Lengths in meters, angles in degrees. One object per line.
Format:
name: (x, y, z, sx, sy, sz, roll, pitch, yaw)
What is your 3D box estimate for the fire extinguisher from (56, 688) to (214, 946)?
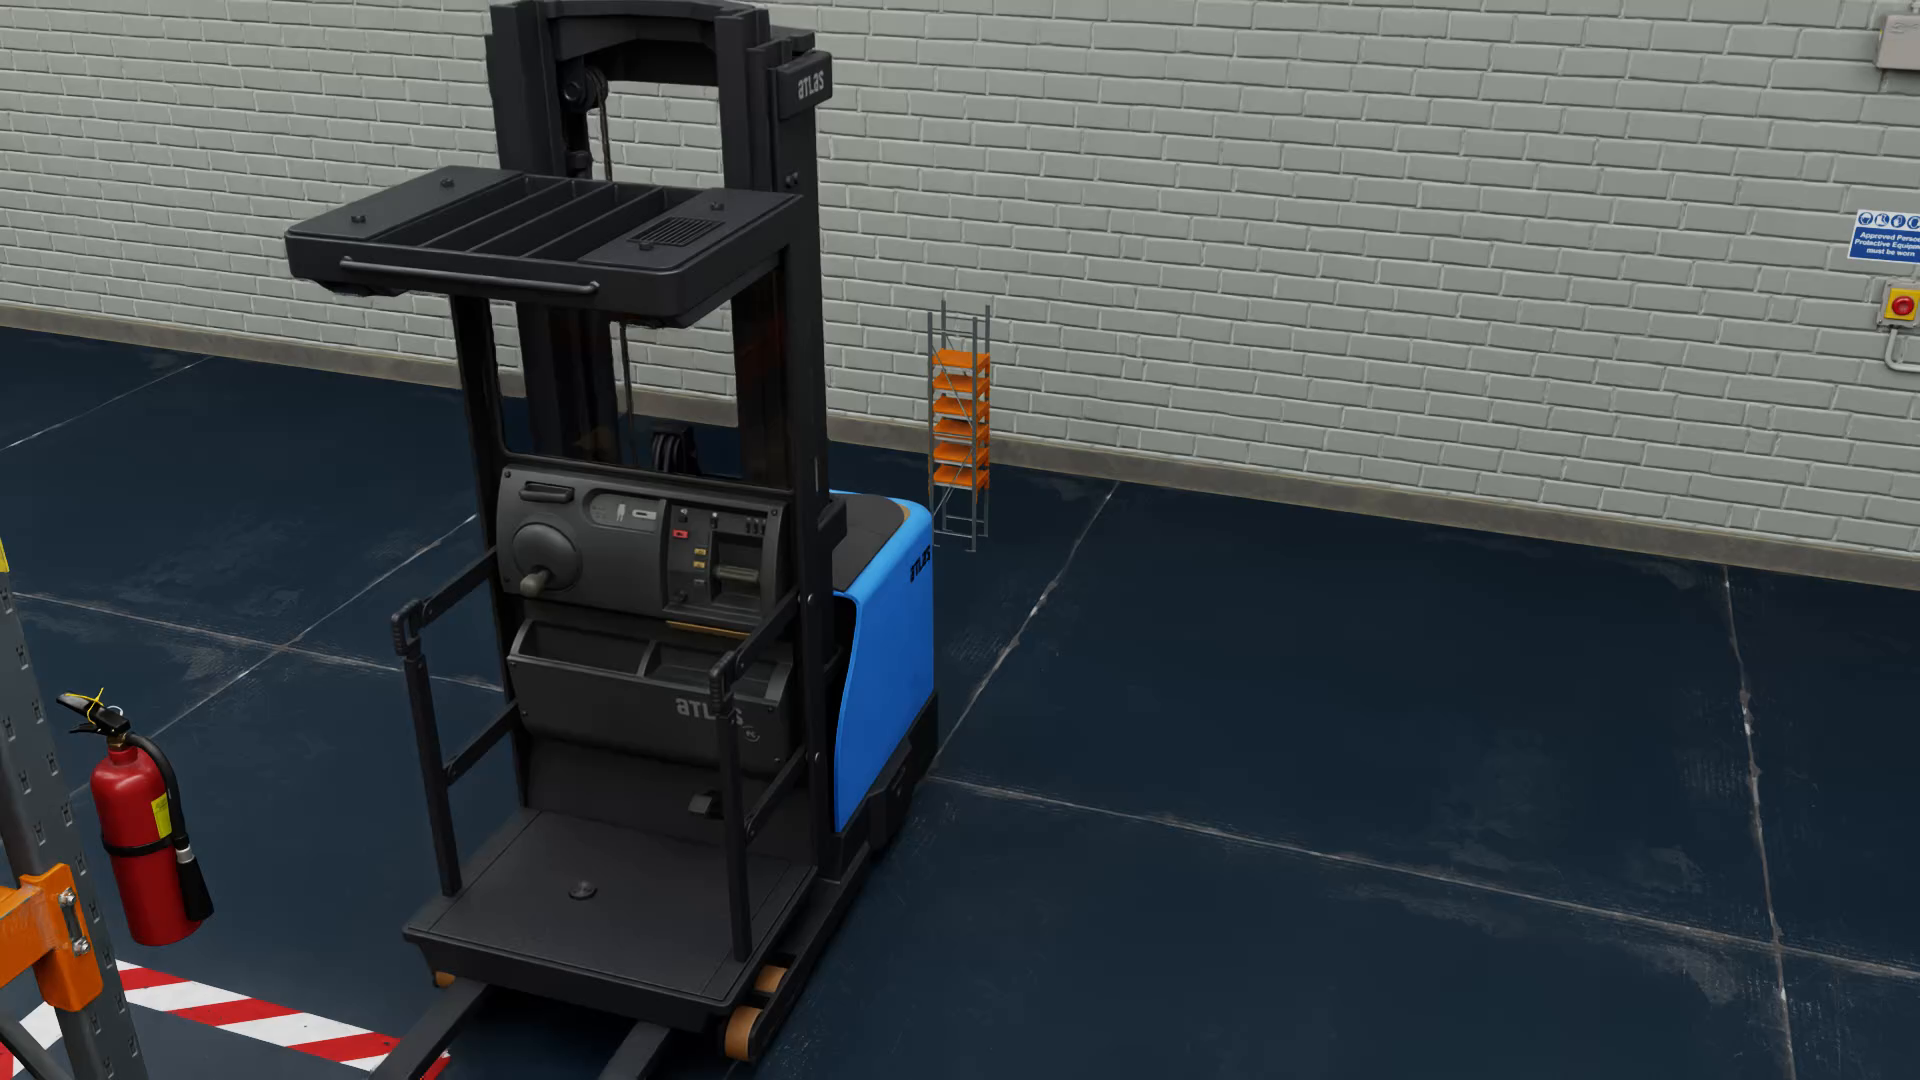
fire extinguisher: (-1.963, 0.653, 3.976, 0.296, 0.674, 0.183, 9, 27, 17)

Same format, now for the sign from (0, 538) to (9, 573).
sign: (-1.965, -0.088, 3.298, 0.100, 0.325, 0.005, 9, 27, 17)

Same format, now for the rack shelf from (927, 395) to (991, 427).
rack shelf: (-0.005, -0.602, 7.943, 0.258, 0.103, 0.180, 9, 27, 17)

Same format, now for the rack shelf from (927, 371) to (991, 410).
rack shelf: (-0.005, -0.710, 7.891, 0.258, 0.103, 0.180, 9, 27, 17)

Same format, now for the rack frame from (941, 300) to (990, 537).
rack frame: (0.026, -0.572, 8.054, 0.240, 1.200, 0.006, 9, 27, 17)

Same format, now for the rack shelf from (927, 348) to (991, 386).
rack shelf: (-0.005, -0.818, 7.839, 0.258, 0.103, 0.180, 9, 27, 17)

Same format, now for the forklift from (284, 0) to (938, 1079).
forklift: (-1.026, 0.054, 4.775, 1.130, 2.935, 3.031, 8, 27, 16)

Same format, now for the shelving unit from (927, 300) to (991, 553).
shelving unit: (-0.005, -0.534, 7.976, 0.258, 1.200, 0.189, 9, 27, 17)

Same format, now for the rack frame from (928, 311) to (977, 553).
rack frame: (-0.035, -0.496, 7.899, 0.240, 1.200, 0.006, 9, 27, 17)

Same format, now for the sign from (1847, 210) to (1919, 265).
sign: (4.049, -1.311, 7.206, 0.327, 0.218, 0.001, 9, 27, 17)

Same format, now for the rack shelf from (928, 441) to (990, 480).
rack shelf: (-0.005, -0.386, 8.048, 0.258, 0.103, 0.180, 9, 27, 17)

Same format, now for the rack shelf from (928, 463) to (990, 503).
rack shelf: (-0.005, -0.278, 8.100, 0.258, 0.103, 0.180, 9, 27, 17)

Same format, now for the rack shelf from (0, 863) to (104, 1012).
rack shelf: (-3.148, 1.633, 2.262, 1.077, 0.370, 4.000, 9, 27, 17)

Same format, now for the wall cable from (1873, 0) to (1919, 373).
wall cable: (4.074, -1.629, 6.970, 0.585, 1.953, 0.123, 9, 27, 17)

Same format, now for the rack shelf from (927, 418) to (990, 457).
rack shelf: (-0.005, -0.494, 7.996, 0.258, 0.103, 0.180, 9, 27, 17)
